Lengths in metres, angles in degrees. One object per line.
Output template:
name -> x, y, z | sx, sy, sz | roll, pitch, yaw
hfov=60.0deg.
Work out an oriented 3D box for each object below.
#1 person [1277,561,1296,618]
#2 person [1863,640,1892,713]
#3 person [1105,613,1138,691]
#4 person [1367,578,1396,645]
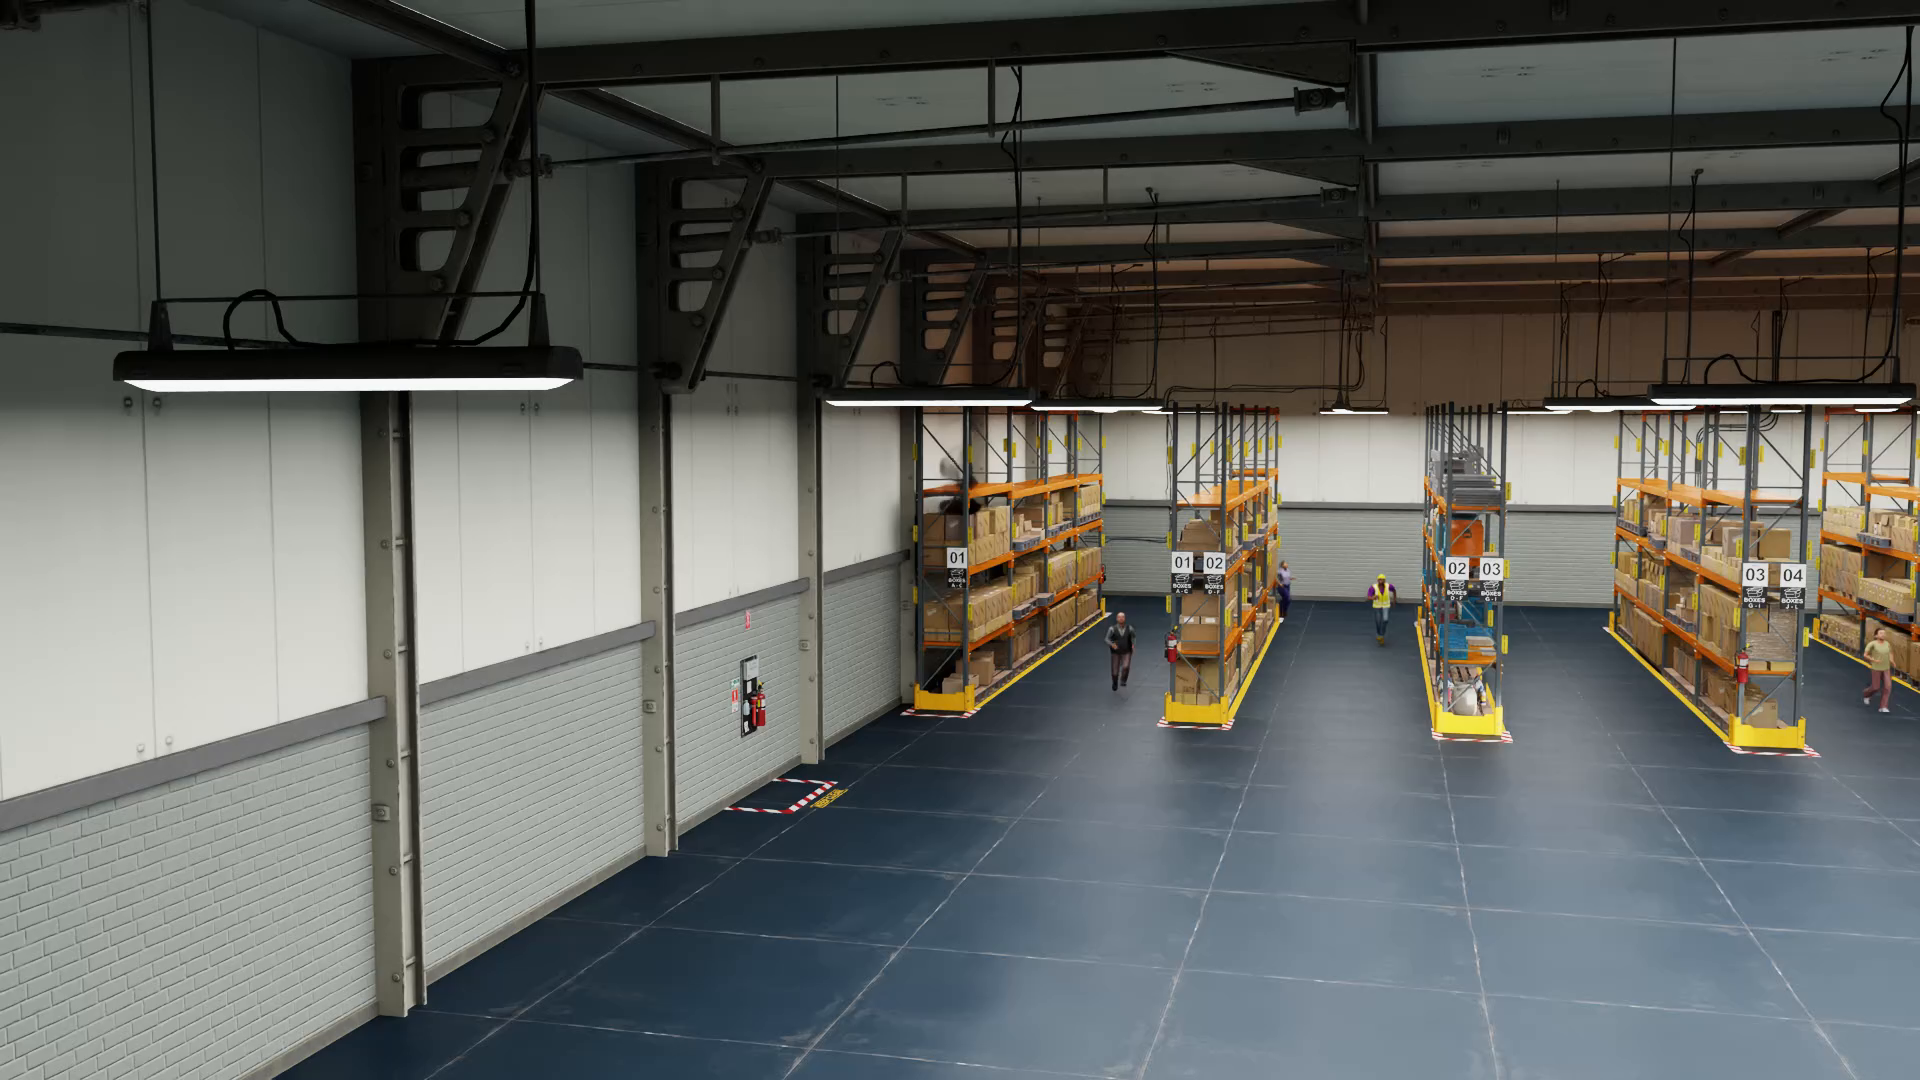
person -> 9.247, 1.426, 47.460 | 0.680, 1.690, 0.604 | 4, 6, 42
person -> 17.896, 2.642, 32.378 | 0.547, 1.376, 0.758 | 0, 4, 2
person -> 3.280, 2.293, 33.701 | 0.669, 1.631, 0.834 | 0, 4, 2
person -> 10.665, 1.764, 42.081 | 0.728, 1.754, 0.839 | 1, 4, 10
